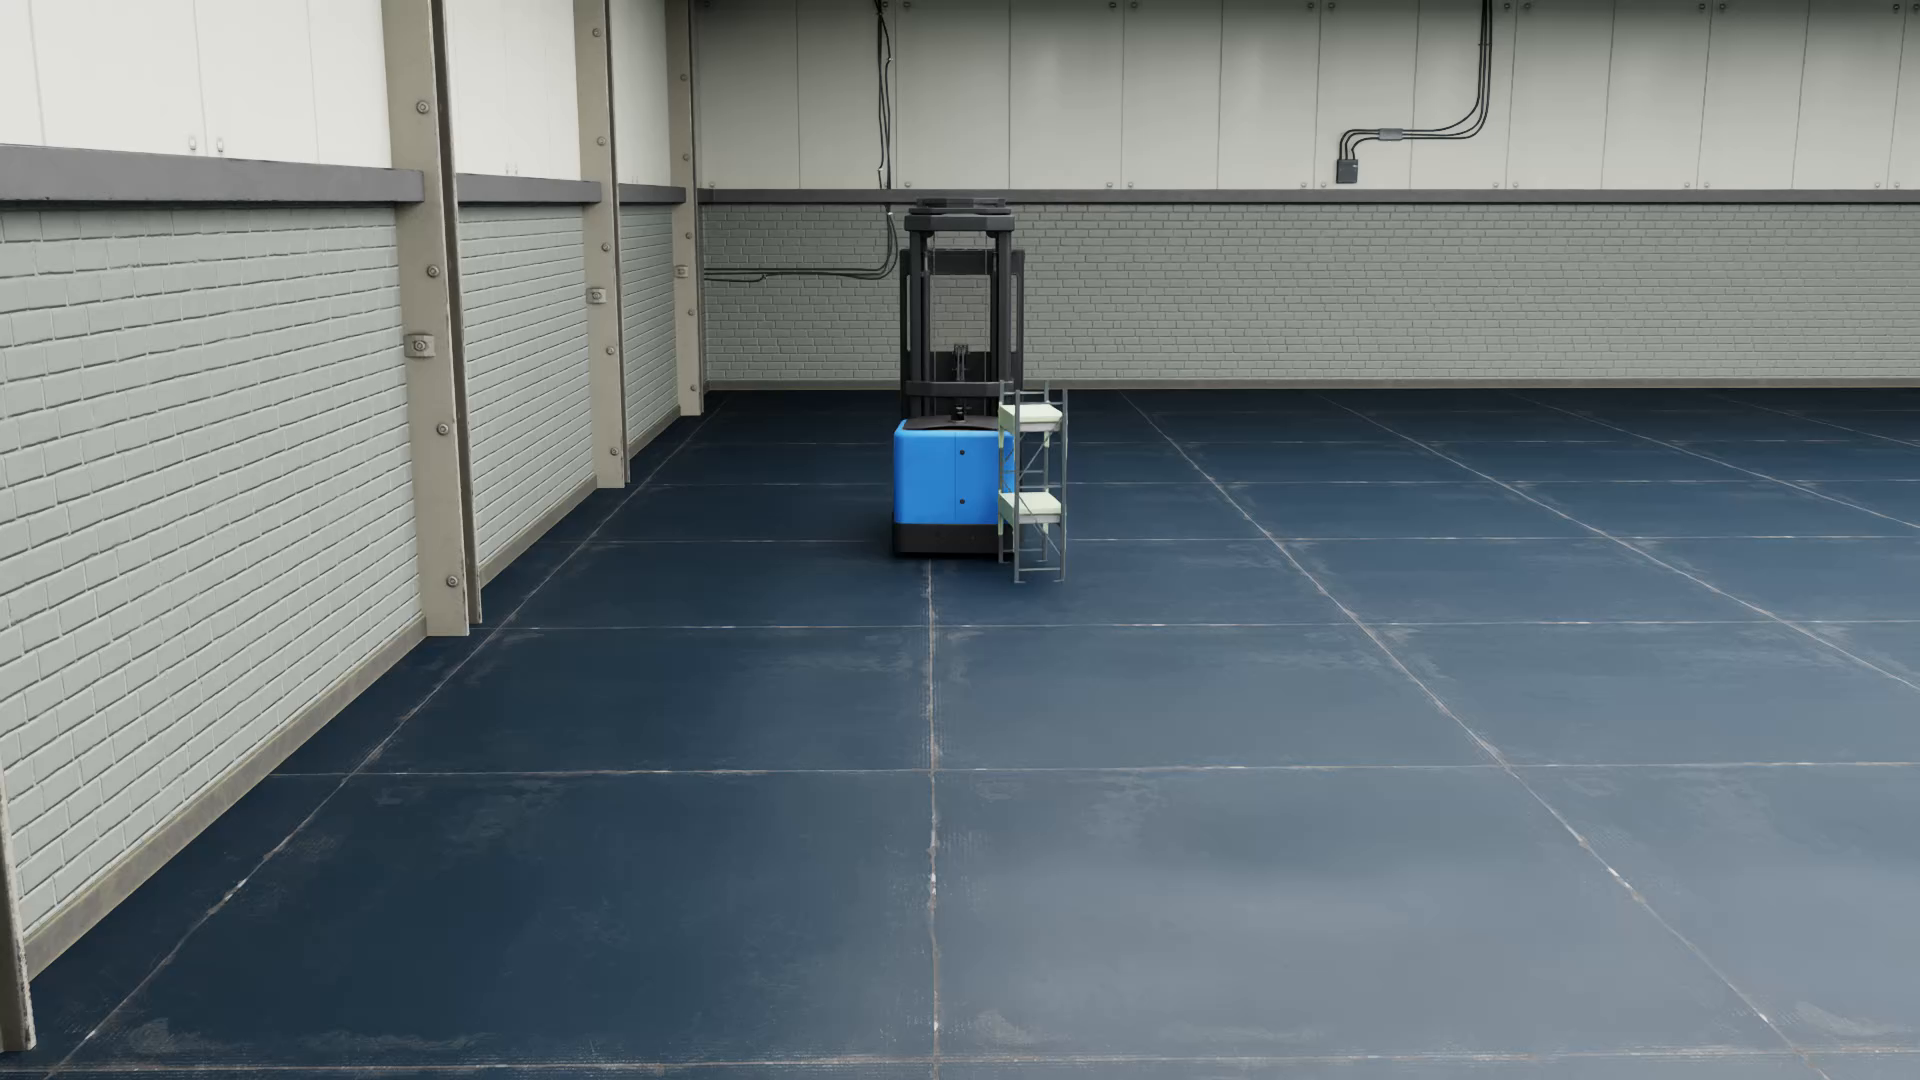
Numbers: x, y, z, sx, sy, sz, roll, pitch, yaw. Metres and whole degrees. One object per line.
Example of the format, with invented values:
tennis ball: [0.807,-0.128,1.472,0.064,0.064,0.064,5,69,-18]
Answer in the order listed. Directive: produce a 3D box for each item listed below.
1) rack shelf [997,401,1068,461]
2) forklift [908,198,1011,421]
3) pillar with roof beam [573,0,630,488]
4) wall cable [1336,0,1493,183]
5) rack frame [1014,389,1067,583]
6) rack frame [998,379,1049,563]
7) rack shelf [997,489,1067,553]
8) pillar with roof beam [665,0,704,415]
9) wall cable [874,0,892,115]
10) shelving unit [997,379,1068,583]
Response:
rack shelf: [0.565,-0.861,13.070,0.431,0.370,0.720,-2,12,-8]
forklift: [0.032,-1.561,14.881,1.121,2.935,3.031,1,11,3]
pillar with roof beam: [0.661,-5.006,16.602,9.100,9.000,0.400,0,11,-1]
wall cable: [6.986,-8.475,25.146,2.305,6.003,0.169,0,11,-1]
rack frame: [0.618,-0.407,12.792,0.400,1.500,0.023,-2,12,-8]
rack frame: [0.513,-0.551,13.502,0.400,1.500,0.023,-2,12,-8]
rack shelf: [0.565,-0.159,13.212,0.431,0.370,0.720,-2,12,-8]
pillar with roof beam: [0.537,-6.199,22.481,9.100,9.000,0.400,0,11,-1]
wall cable: [0.199,-7.737,25.169,3.097,2.526,0.112,0,11,-1]
shelving unit: [0.565,-0.479,13.147,0.431,1.500,0.755,-2,12,-8]
